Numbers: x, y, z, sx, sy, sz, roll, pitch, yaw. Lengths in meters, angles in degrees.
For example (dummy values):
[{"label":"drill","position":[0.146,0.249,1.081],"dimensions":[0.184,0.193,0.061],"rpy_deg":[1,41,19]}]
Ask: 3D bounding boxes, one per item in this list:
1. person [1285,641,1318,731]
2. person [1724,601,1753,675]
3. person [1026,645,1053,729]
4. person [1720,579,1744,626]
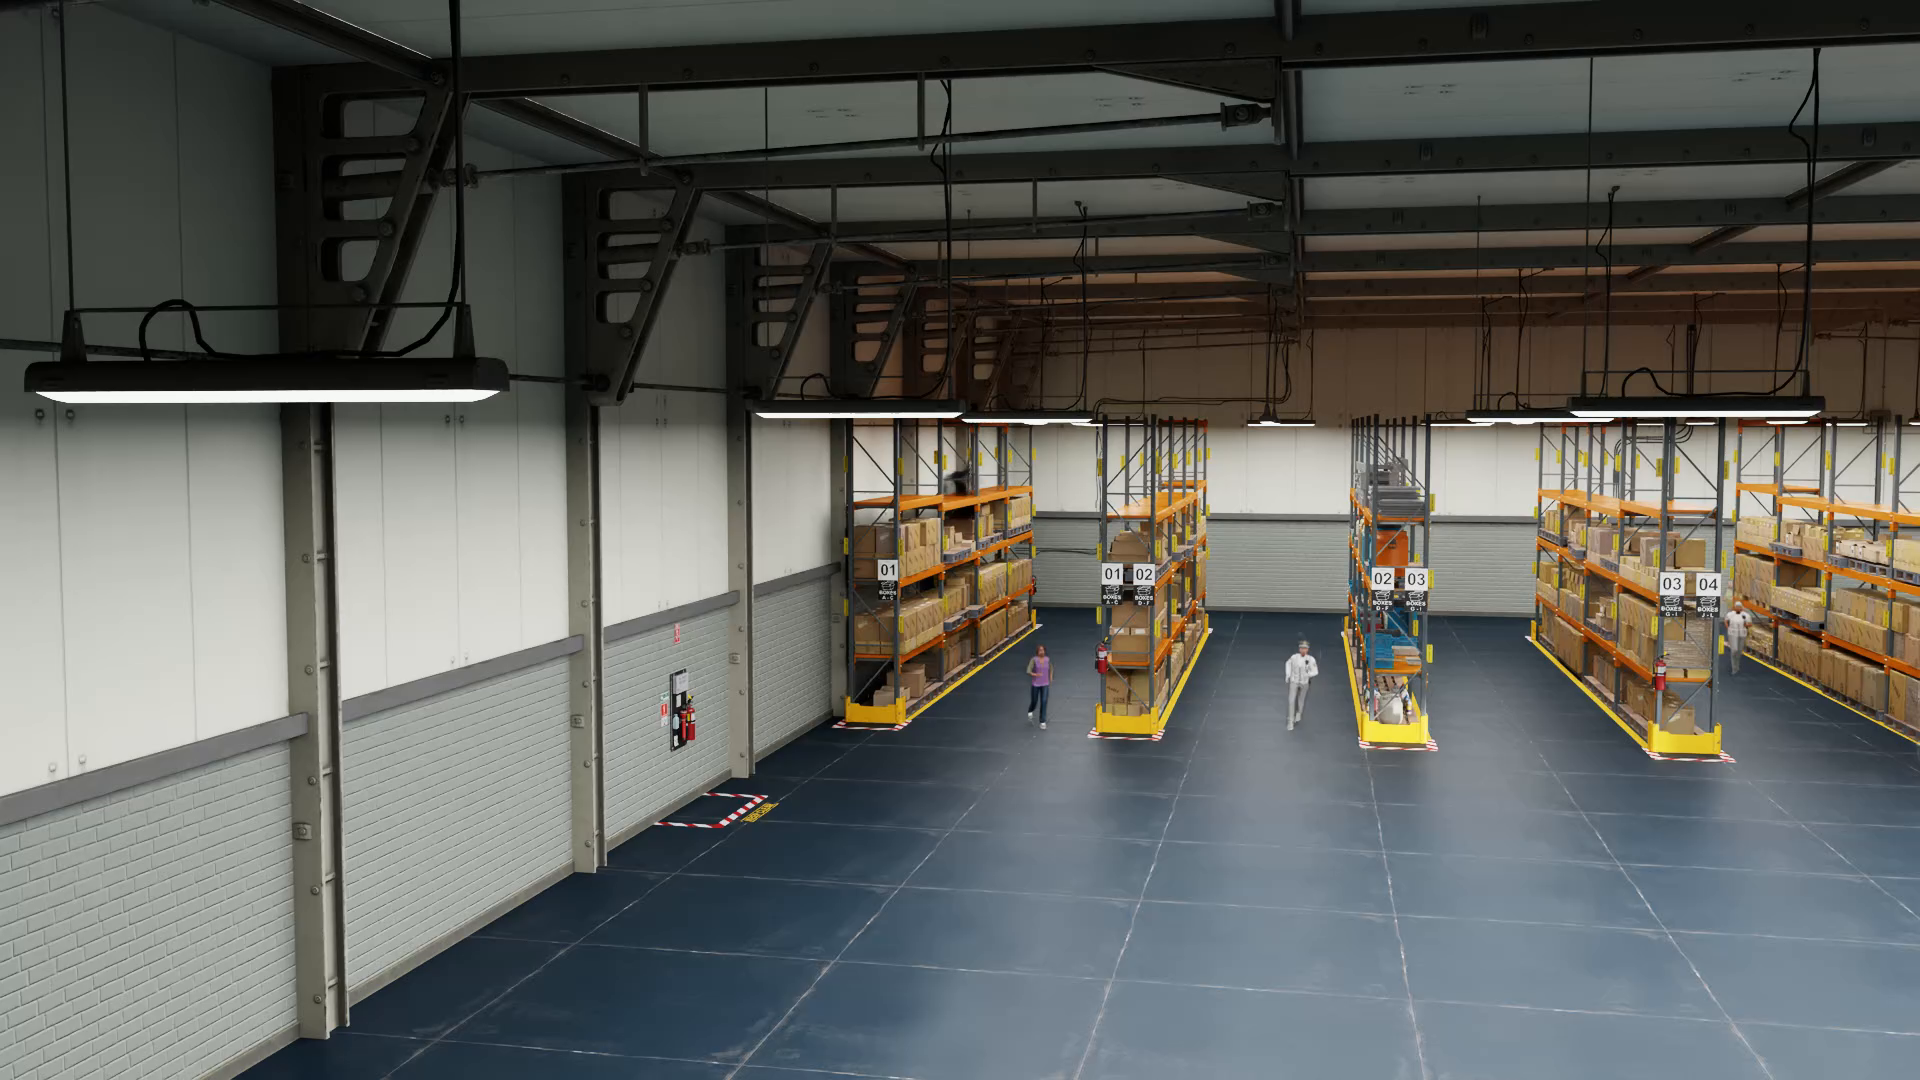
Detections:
[{"label":"person","position":[6.542,2.764,31.898],"dimensions":[0.643,1.689,0.889],"rpy_deg":[1,4,18]},{"label":"person","position":[18.318,2.297,39.125],"dimensions":[0.581,1.721,0.814],"rpy_deg":[1,4,15]},{"label":"person","position":[1.545,2.837,31.926],"dimensions":[0.567,1.478,0.870],"rpy_deg":[-1,4,-12]},{"label":"person","position":[21.073,1.878,45.373],"dimensions":[0.693,1.614,0.598],"rpy_deg":[-1,4,-11]}]
